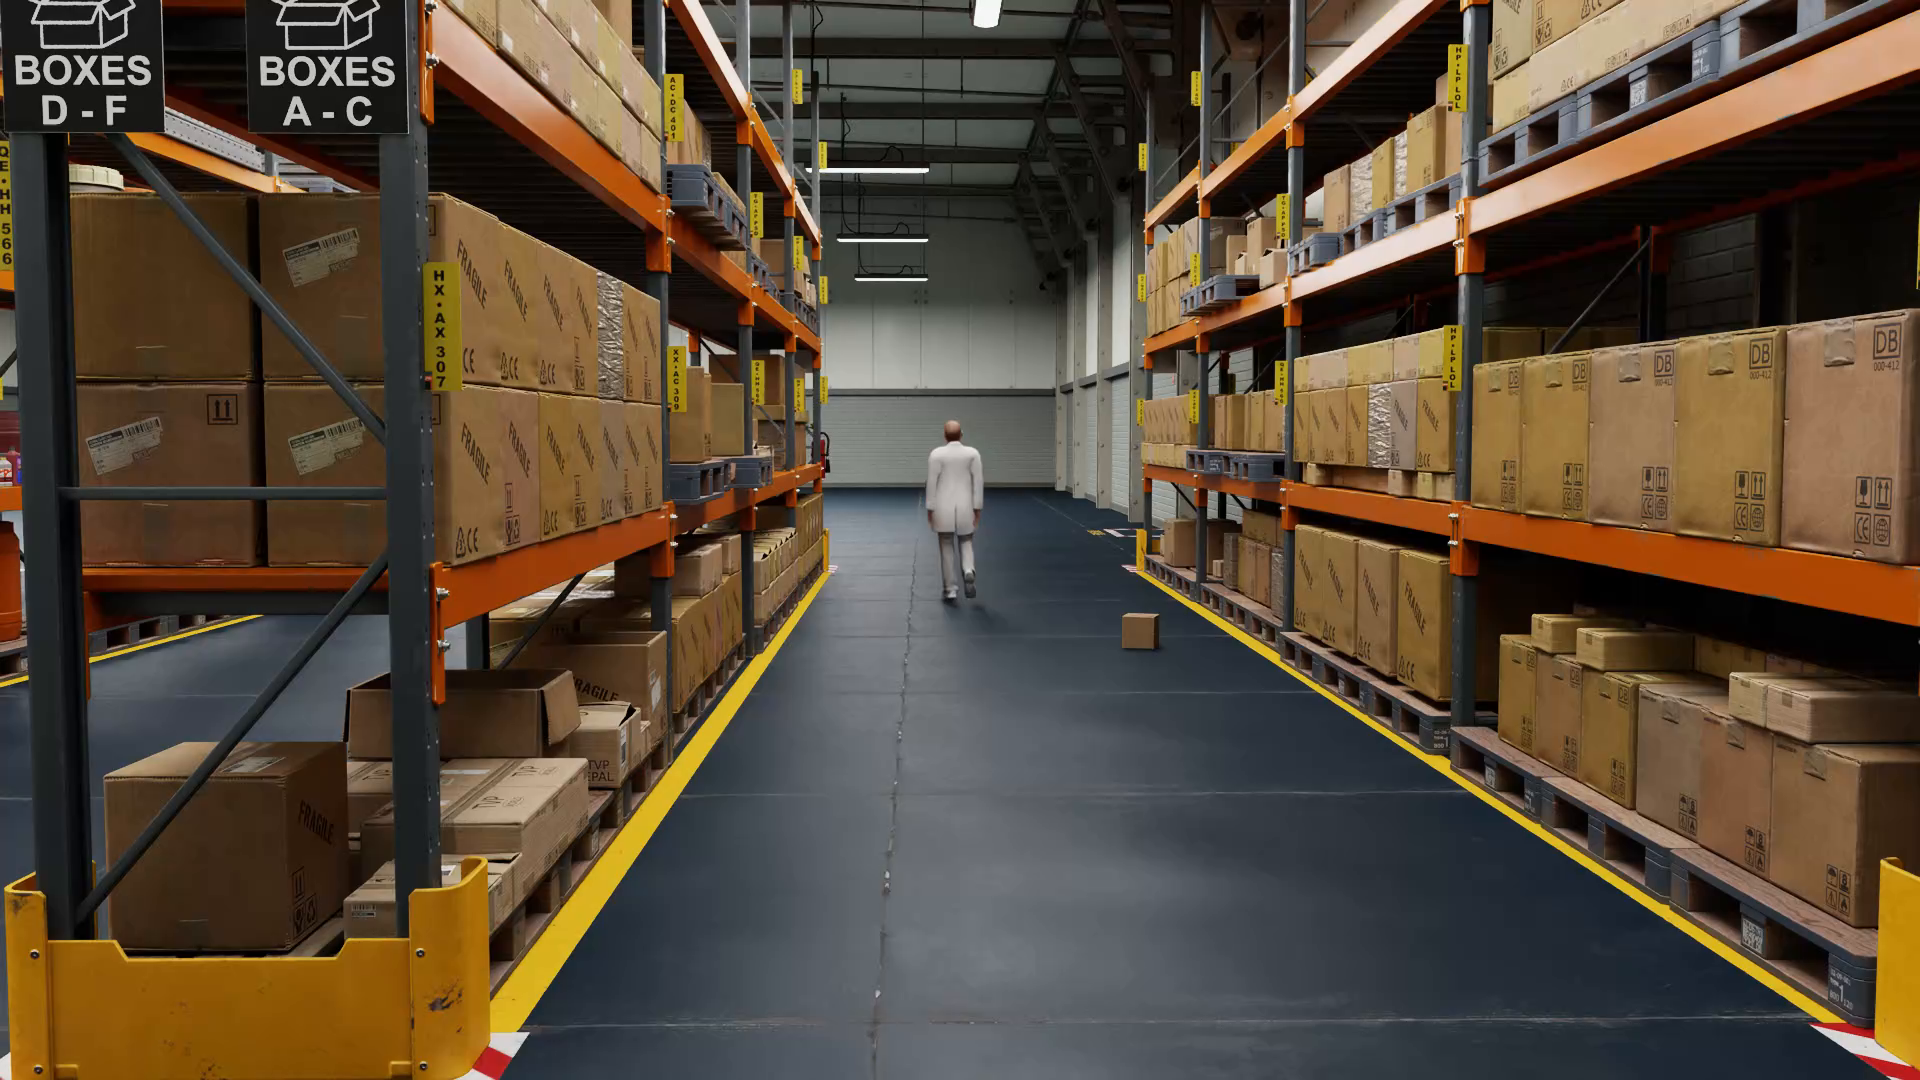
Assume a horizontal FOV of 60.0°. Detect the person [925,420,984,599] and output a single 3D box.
[{"bbox_3d":[-0.060,-0.302,16.624,0.572,1.781,0.534,-1,4,-11],"label":"person"}]
